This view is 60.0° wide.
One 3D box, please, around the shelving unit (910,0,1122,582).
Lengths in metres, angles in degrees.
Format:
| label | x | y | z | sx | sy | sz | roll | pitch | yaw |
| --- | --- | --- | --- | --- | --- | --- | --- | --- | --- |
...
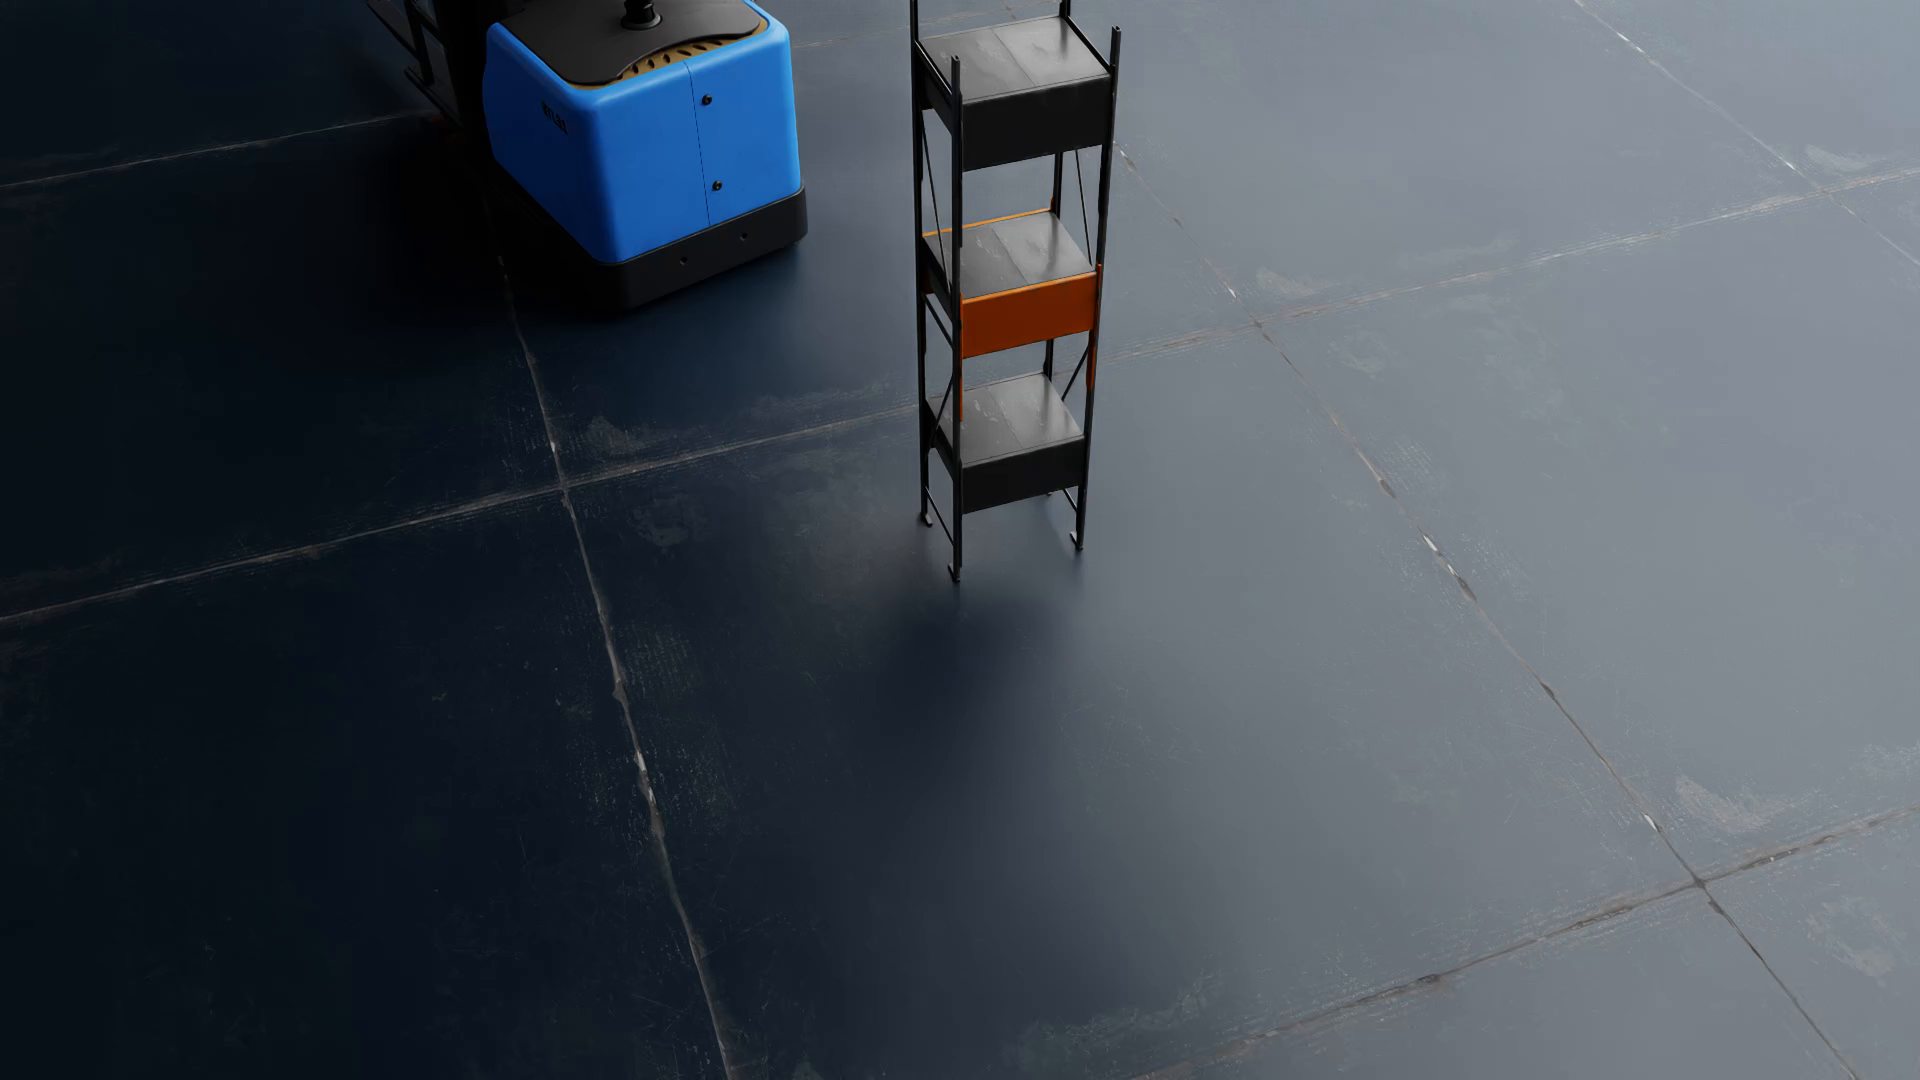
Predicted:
| label | x | y | z | sx | sy | sz | roll | pitch | yaw |
| --- | --- | --- | --- | --- | --- | --- | --- | --- | --- |
| shelving unit | 0.156 | -0.781 | 5.546 | 0.503 | 2.100 | 0.431 | -14 | 47 | -14 |

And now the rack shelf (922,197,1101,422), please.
| label | x | y | z | sx | sy | sz | roll | pitch | yaw |
| --- | --- | --- | --- | --- | --- | --- | --- | --- | --- |
| rack shelf | 0.156 | -0.771 | 5.556 | 0.480 | 0.518 | 0.431 | -14 | 47 | -14 |

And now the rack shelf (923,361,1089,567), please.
| label | x | y | z | sx | sy | sz | roll | pitch | yaw |
| --- | --- | --- | --- | --- | --- | --- | --- | --- | --- |
| rack shelf | 0.156 | -0.277 | 6.051 | 0.480 | 0.518 | 0.431 | -14 | 47 | -14 |

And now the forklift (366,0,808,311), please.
| label | x | y | z | sx | sy | sz | roll | pitch | yaw |
| --- | --- | --- | --- | --- | --- | --- | --- | --- | --- |
| forklift | -1.969 | -3.017 | 7.188 | 1.130 | 2.935 | 3.031 | -28 | 51 | -25 |

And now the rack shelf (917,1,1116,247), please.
| label | x | y | z | sx | sy | sz | roll | pitch | yaw |
| --- | --- | --- | --- | --- | --- | --- | --- | --- | --- |
| rack shelf | 0.156 | -1.266 | 5.060 | 0.480 | 0.518 | 0.431 | -14 | 47 | -14 |

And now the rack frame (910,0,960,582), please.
| label | x | y | z | sx | sy | sz | roll | pitch | yaw |
| --- | --- | --- | --- | --- | --- | --- | --- | --- | --- |
| rack frame | -0.074 | -0.722 | 5.487 | 0.015 | 2.100 | 0.400 | -14 | 47 | -14 |

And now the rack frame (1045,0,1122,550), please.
| label | x | y | z | sx | sy | sz | roll | pitch | yaw |
| --- | --- | --- | --- | --- | --- | --- | --- | --- | --- |
| rack frame | 0.385 | -0.840 | 5.604 | 0.015 | 2.100 | 0.400 | -14 | 47 | -14 |
